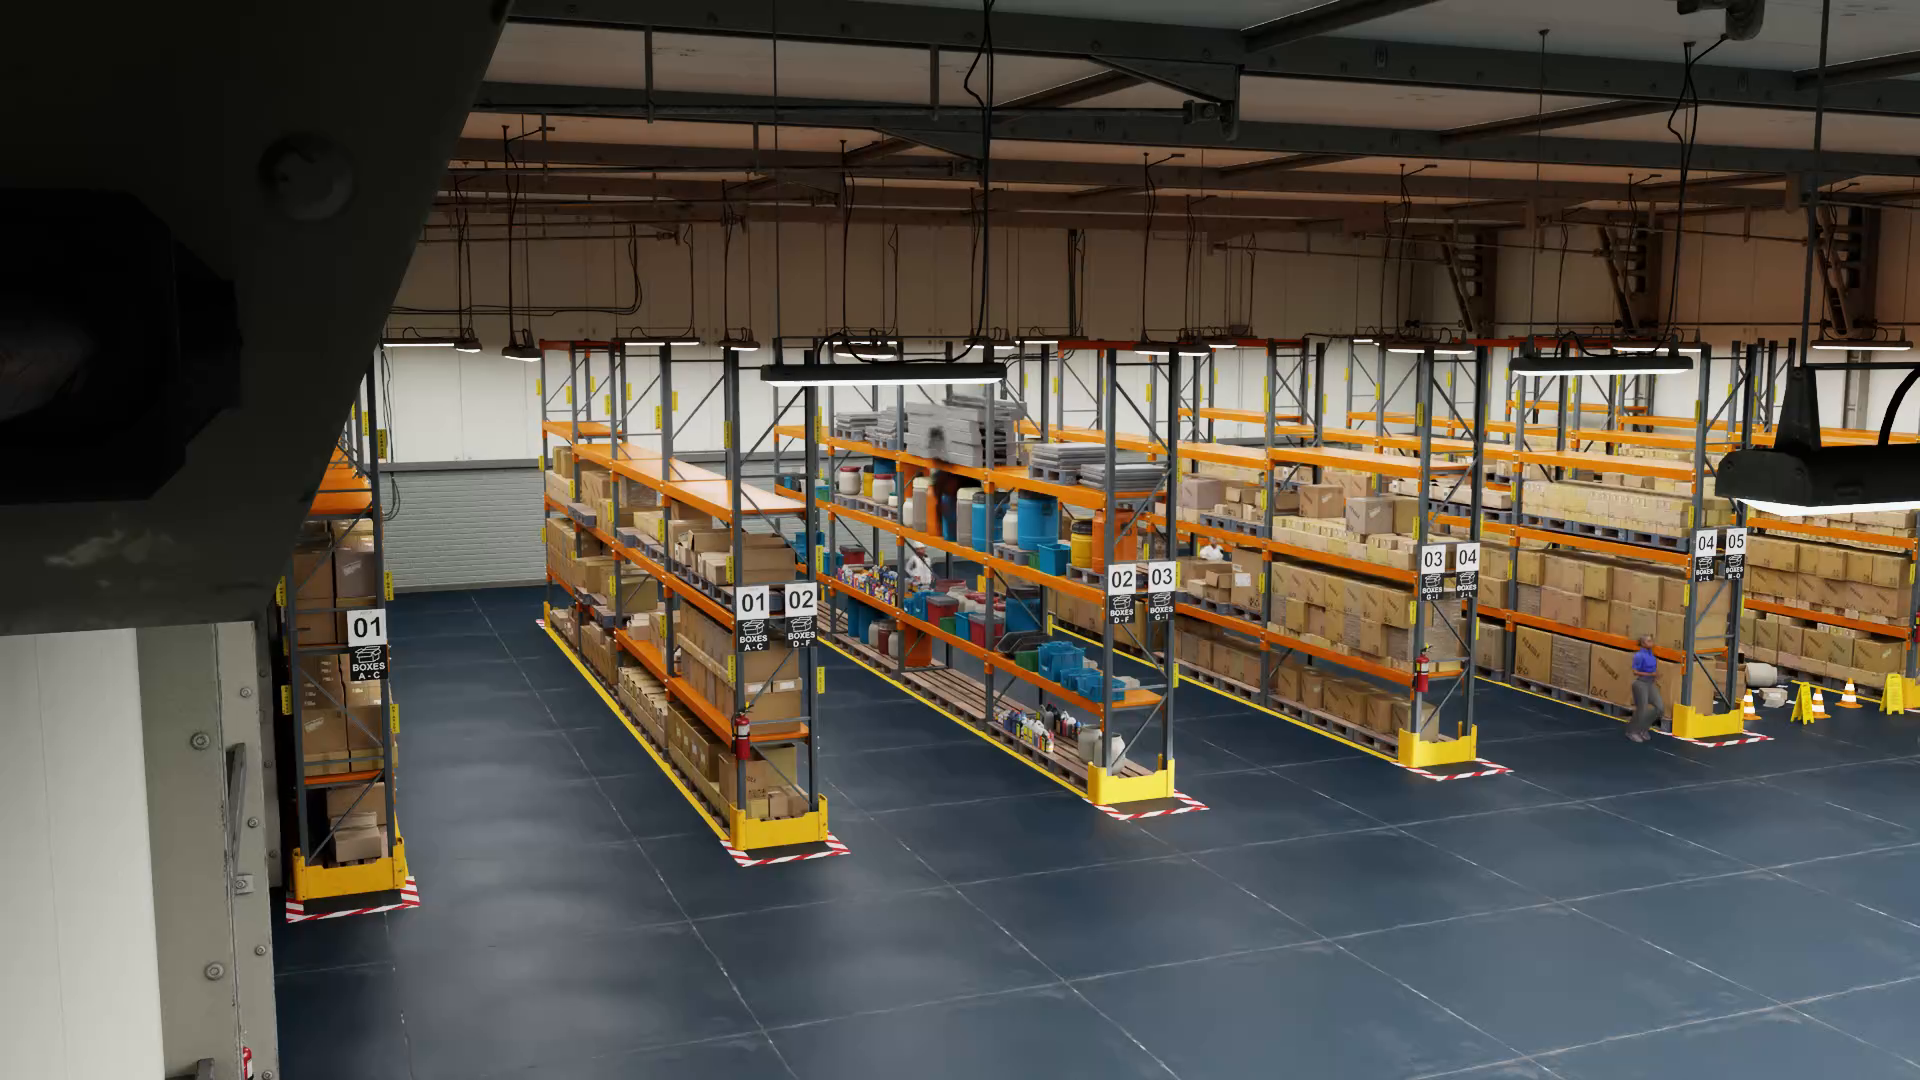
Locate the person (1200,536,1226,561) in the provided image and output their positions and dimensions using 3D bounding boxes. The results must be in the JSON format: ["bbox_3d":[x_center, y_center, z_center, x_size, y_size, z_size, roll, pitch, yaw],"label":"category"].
[{"bbox_3d":[5.519,0.758,36.282,0.660,1.842,0.754,-2,8,-17],"label":"person"}]

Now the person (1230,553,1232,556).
[{"bbox_3d":[7.144,-0.016,42.426,0.624,1.675,0.555,-3,8,-20],"label":"person"}]

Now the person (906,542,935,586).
[{"bbox_3d":[-0.834,0.893,35.251,0.649,1.727,0.582,-5,9,-32],"label":"person"}]

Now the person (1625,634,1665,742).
[{"bbox_3d":[10.425,2.262,25.218,0.585,1.672,0.589,-6,10,-39],"label":"person"}]
